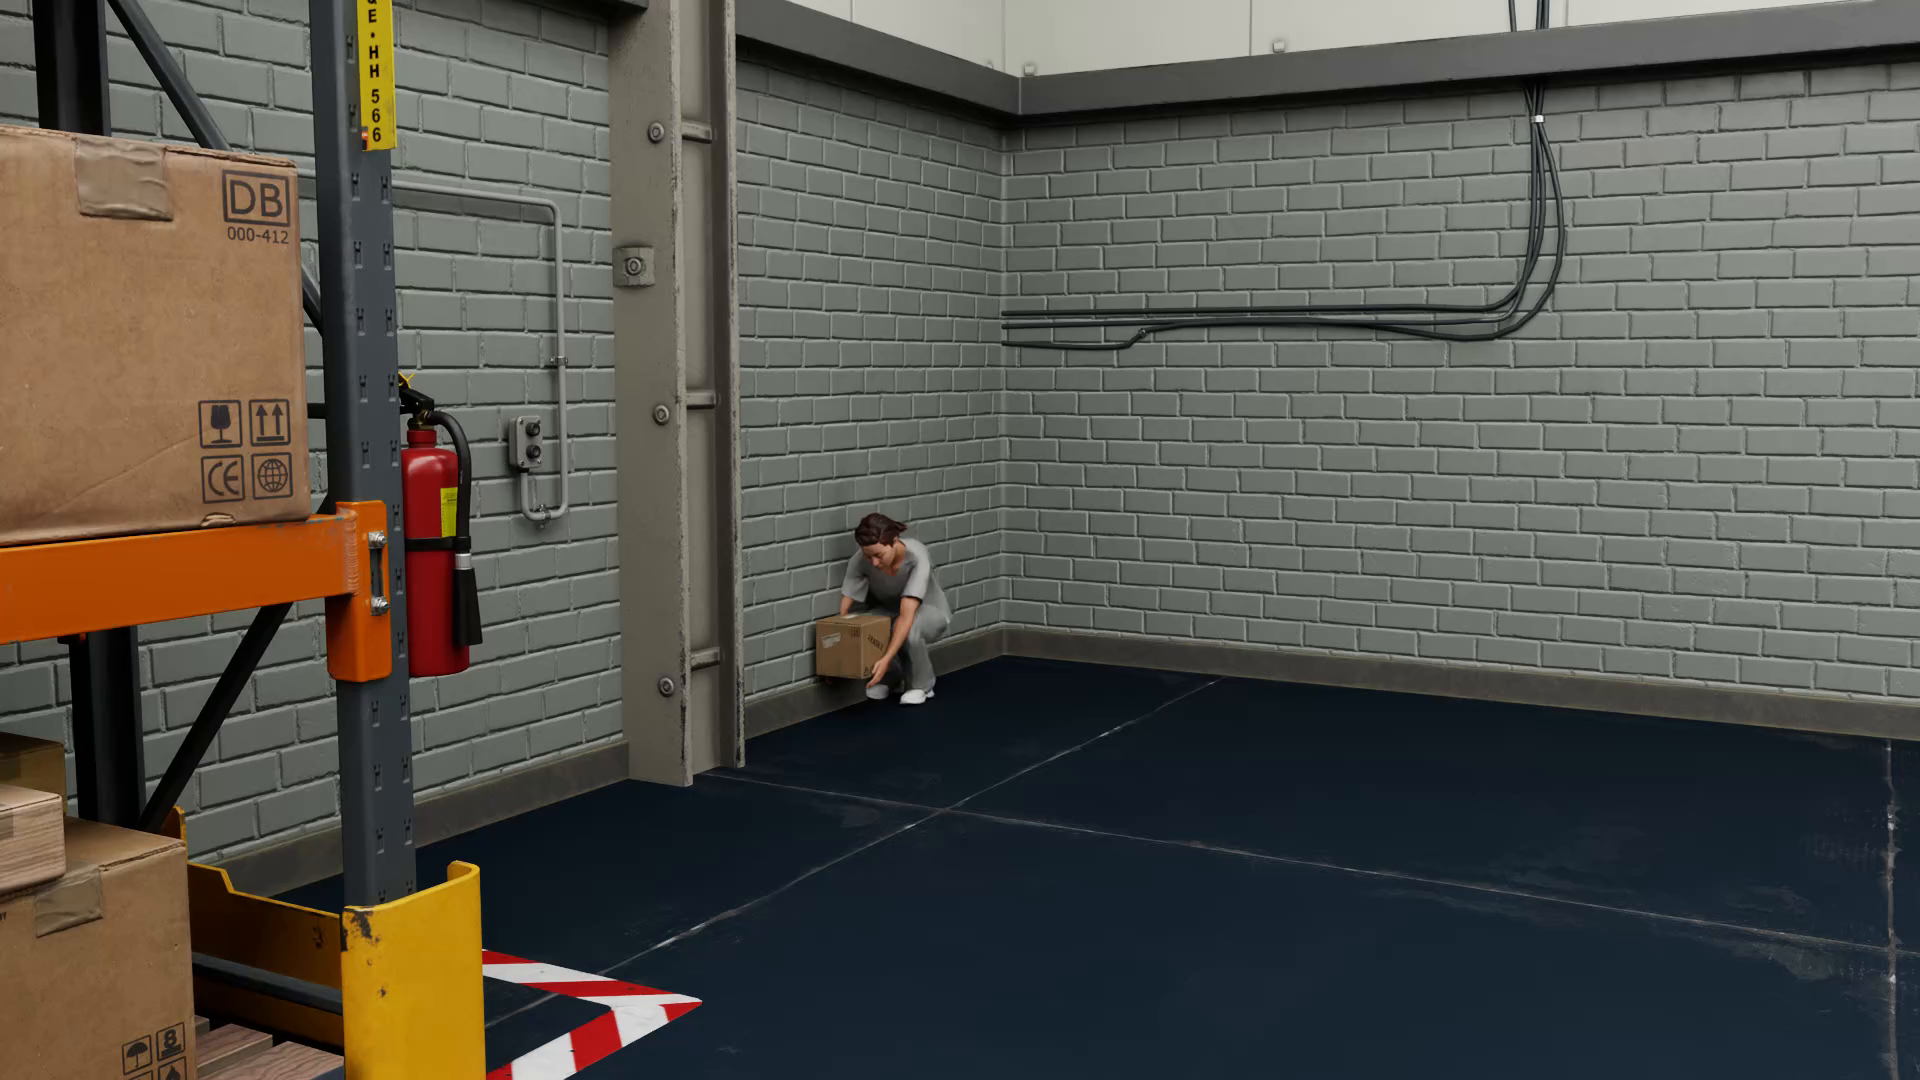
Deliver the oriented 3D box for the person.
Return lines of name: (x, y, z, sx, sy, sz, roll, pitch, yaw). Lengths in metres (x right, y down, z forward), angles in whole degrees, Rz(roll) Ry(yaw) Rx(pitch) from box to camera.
person: (-0.328, 0.319, 7.883, 0.480, 0.933, 0.806, 3, 7, 29)
